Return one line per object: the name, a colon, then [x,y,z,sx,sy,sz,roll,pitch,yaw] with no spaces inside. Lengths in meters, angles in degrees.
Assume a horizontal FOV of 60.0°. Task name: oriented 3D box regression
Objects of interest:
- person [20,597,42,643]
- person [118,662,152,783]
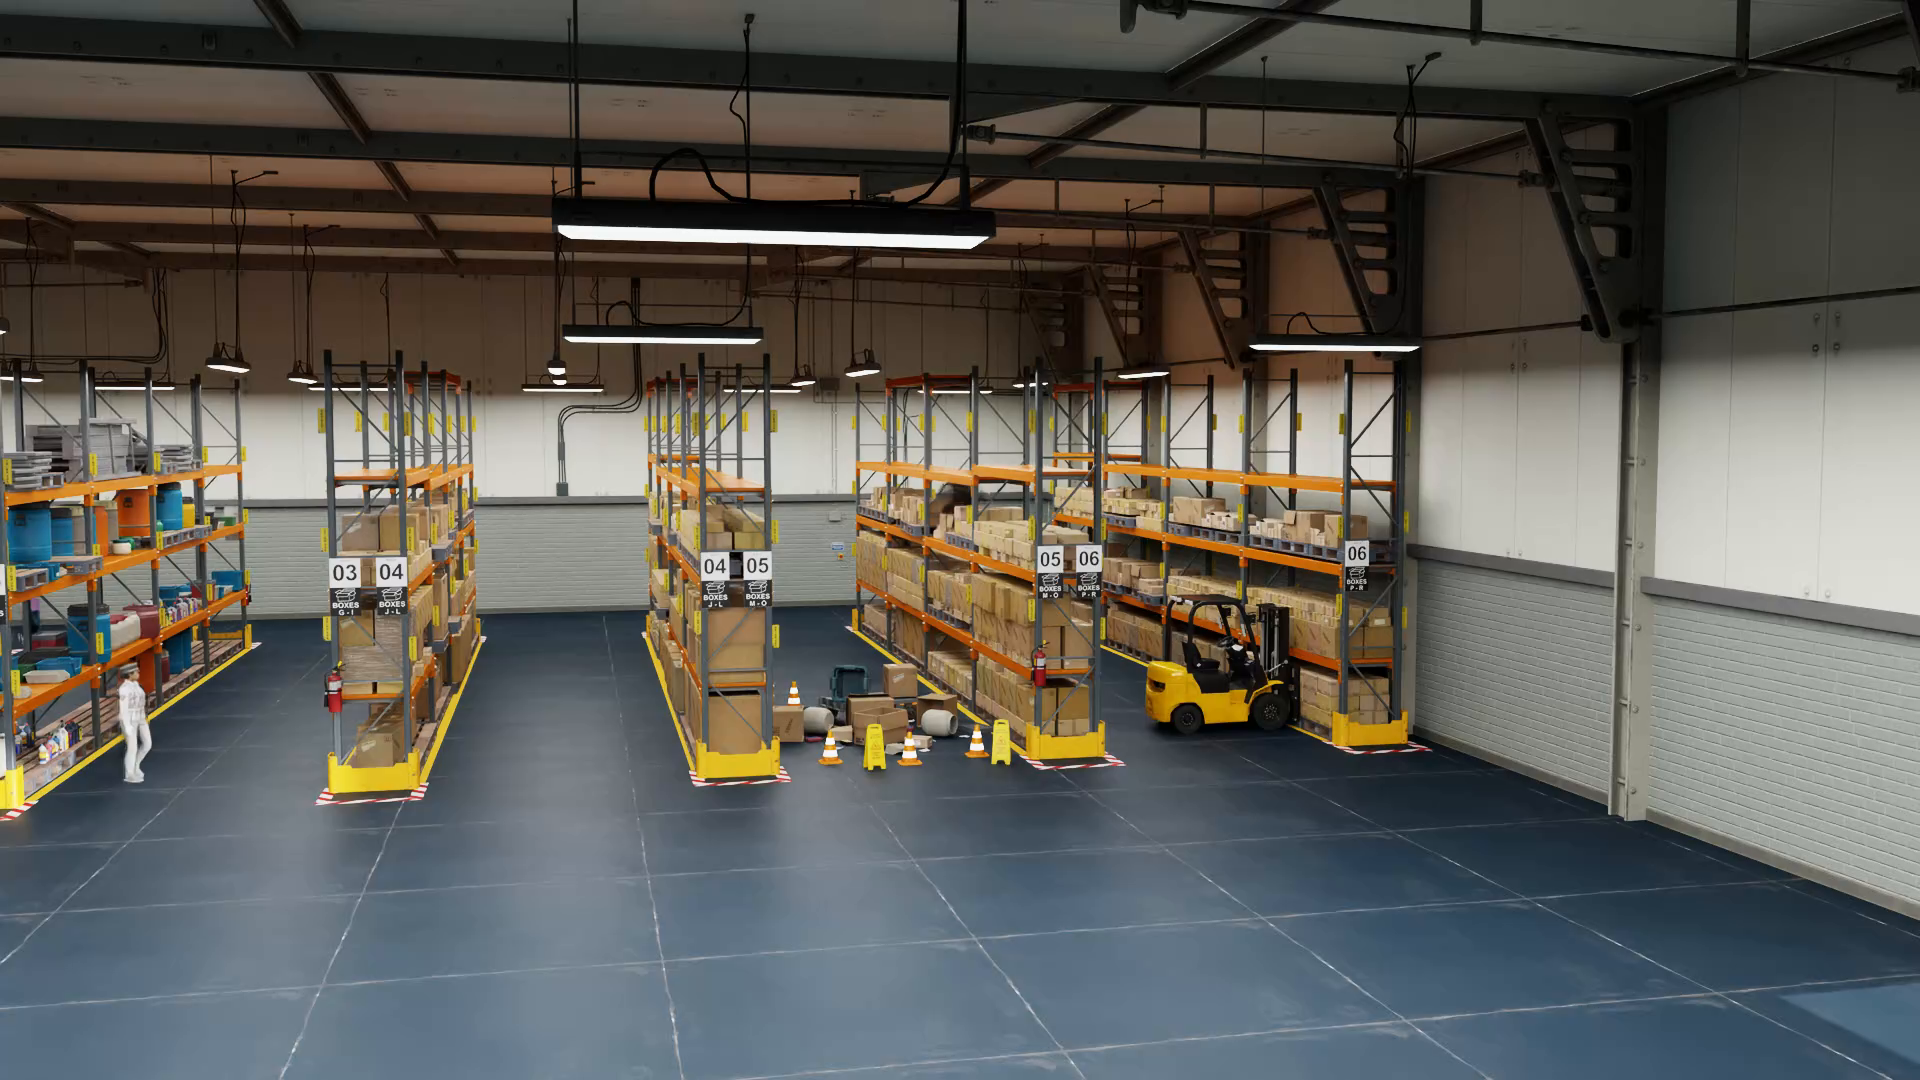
person: [-20.814,1.599,37.298,0.423,1.590,0.471,1,4,12]
person: [-11.637,2.548,23.341,0.418,1.685,0.544,1,4,10]
